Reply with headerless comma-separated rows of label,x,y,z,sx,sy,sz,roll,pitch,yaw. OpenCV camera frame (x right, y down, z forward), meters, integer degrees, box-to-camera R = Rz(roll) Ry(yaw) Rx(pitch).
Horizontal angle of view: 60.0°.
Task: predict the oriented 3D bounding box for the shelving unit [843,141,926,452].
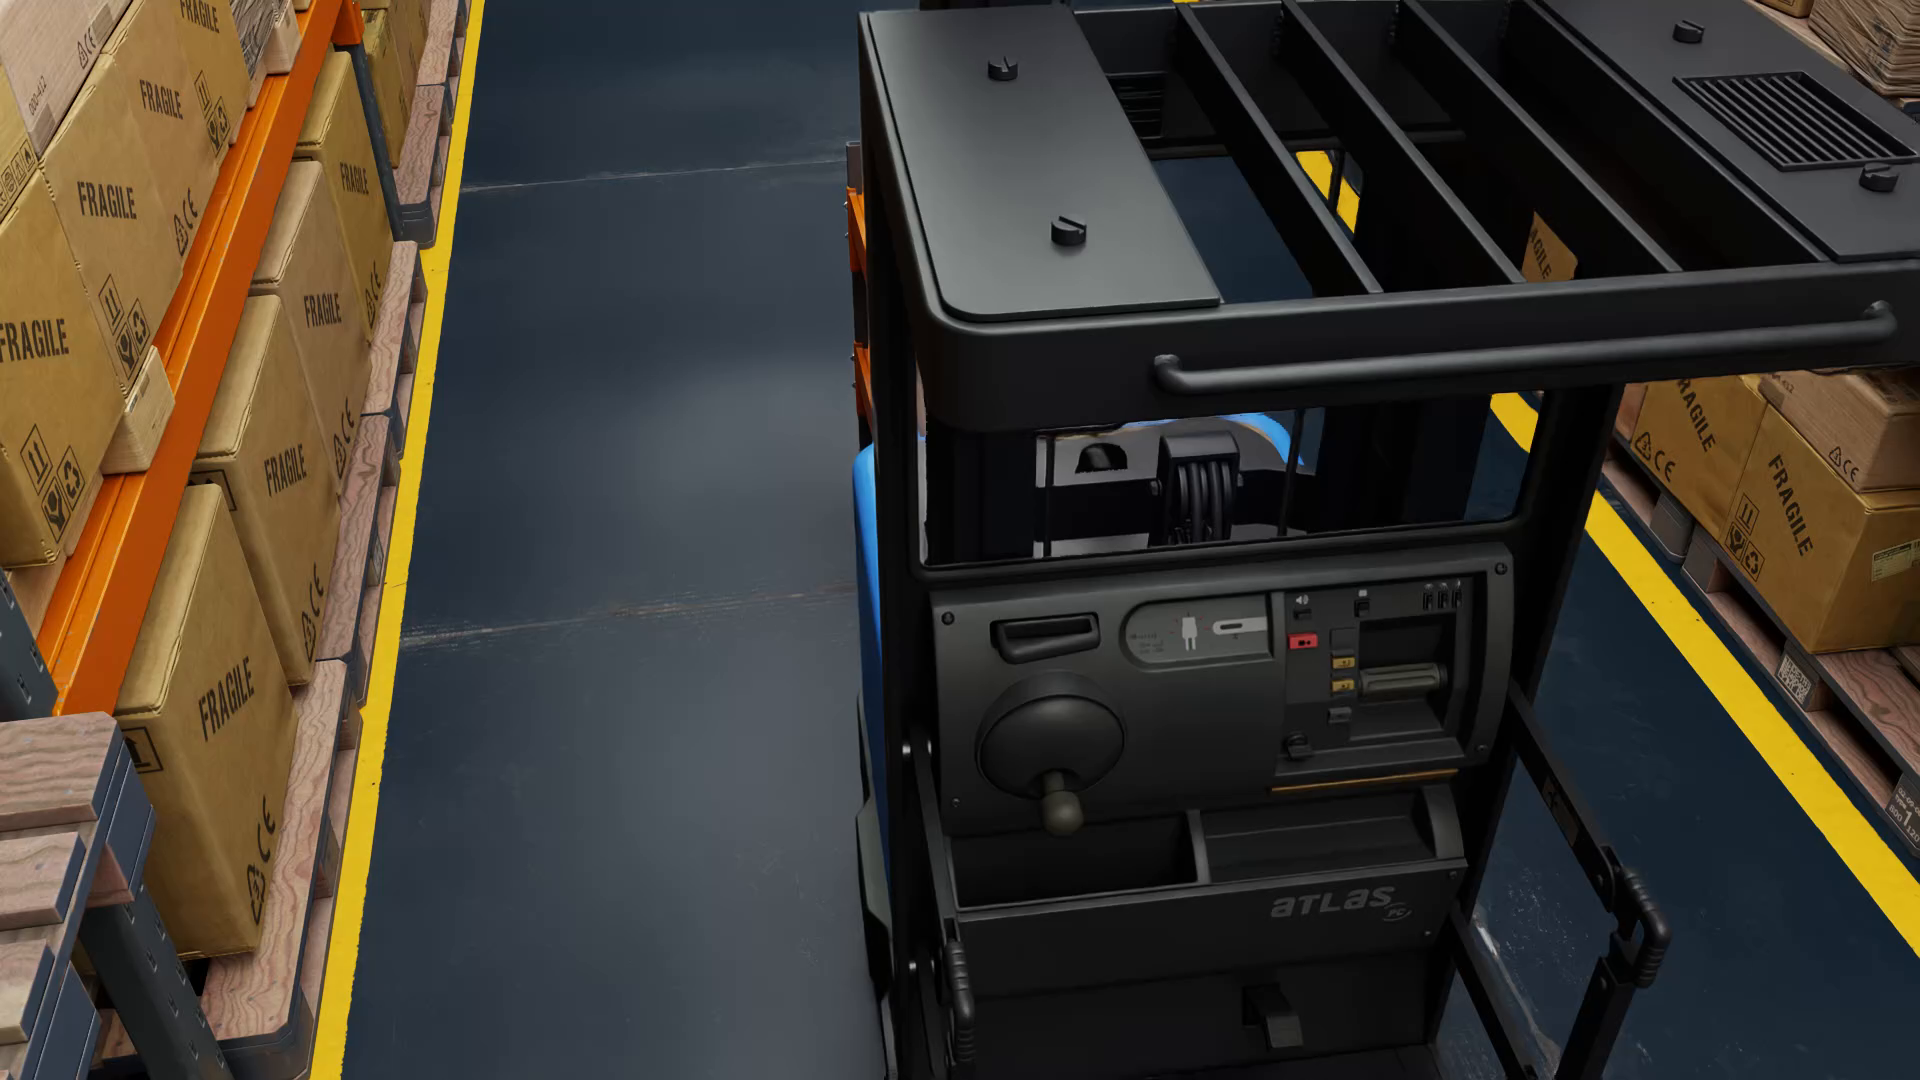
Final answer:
shelving unit,-0.001,-0.448,4.910,0.538,1.125,1.048,-6,38,-8

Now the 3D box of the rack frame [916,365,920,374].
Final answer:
rack frame,0.088,-0.141,4.515,0.500,1.125,0.032,-6,38,-8

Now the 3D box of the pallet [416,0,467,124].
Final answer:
pallet,-2.954,-2.316,8.059,1.003,0.211,1.213,-6,38,-8

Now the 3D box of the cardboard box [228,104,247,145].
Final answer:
cardboard box,-2.163,-1.174,4.505,0.380,0.149,0.250,-7,38,-9

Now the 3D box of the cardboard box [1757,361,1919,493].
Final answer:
cardboard box,2.488,-0.386,4.370,0.500,0.250,0.500,-5,38,-6

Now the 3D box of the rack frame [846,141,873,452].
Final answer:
rack frame,-0.090,-0.755,5.305,0.500,1.125,0.032,-6,38,-8

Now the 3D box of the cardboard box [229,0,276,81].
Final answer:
cardboard box,-2.172,-1.513,4.412,0.500,0.500,0.500,-6,38,-8

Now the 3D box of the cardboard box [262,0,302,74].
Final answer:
cardboard box,-2.169,-1.482,4.901,0.380,0.149,0.250,-6,38,-8

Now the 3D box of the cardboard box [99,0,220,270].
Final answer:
cardboard box,-1.981,-0.898,3.621,0.500,0.500,0.500,-6,38,-8

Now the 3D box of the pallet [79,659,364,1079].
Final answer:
pallet,-2.043,0.822,4.020,1.003,0.211,1.213,-6,38,-8

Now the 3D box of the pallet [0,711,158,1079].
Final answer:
pallet,-1.749,0.700,2.061,1.213,0.211,1.003,-6,38,-8

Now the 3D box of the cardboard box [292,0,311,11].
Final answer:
cardboard box,-2.275,-1.796,5.306,0.380,0.149,0.250,-6,38,-7

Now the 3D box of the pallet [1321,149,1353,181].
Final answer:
pallet,2.077,-2.060,7.730,1.003,0.211,1.213,-6,38,-8

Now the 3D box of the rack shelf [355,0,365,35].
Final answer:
rack shelf,-3.031,-3.135,7.427,1.077,0.370,4.000,-6,38,-8

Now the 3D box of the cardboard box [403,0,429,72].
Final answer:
cardboard box,-2.883,-2.467,7.675,0.700,0.500,0.500,-5,38,-7

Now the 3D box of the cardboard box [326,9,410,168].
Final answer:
cardboard box,-2.710,-1.853,6.885,0.700,0.500,0.500,-6,38,-7

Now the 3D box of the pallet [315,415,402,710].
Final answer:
pallet,-2.253,0.086,4.967,1.003,0.211,1.213,-6,38,-8

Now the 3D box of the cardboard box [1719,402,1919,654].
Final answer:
cardboard box,2.502,-0.057,4.557,0.500,0.500,0.500,-5,38,-6

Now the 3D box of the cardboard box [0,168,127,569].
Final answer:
cardboard box,-1.812,-0.281,2.826,0.500,0.500,0.500,-5,38,-7

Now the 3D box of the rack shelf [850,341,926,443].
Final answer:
rack shelf,-0.001,-0.255,5.060,0.538,0.278,1.000,-6,38,-8

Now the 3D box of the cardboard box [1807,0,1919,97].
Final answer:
cardboard box,2.704,-1.477,4.282,0.700,0.500,0.500,0,38,1

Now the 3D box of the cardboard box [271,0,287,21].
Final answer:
cardboard box,-2.252,-1.817,4.804,0.500,0.500,0.500,-6,38,-8

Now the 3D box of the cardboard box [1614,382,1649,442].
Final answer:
cardboard box,2.314,-0.685,5.366,0.500,0.500,0.500,-8,38,-10

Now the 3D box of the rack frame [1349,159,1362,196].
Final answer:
rack frame,2.196,-2.746,6.340,1.000,3.000,0.127,-6,38,-8

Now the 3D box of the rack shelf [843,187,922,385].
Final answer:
rack shelf,-0.001,-0.679,4.731,0.538,0.278,1.000,-6,38,-8

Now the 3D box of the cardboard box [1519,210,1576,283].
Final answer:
cardboard box,2.226,-0.991,5.759,0.500,0.500,0.500,-6,38,-7

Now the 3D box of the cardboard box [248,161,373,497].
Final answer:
cardboard box,-2.280,-0.613,5.004,0.750,0.750,0.750,-5,38,-7

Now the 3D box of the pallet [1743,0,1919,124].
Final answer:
pallet,2.552,-1.429,4.800,1.003,0.211,1.213,-6,38,-8

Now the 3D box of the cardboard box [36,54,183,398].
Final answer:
cardboard box,-1.895,-0.598,3.235,0.500,0.500,0.500,-5,38,-6

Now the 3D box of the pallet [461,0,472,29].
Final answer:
pallet,-3.164,-3.051,9.006,1.003,0.211,1.213,-6,38,-8

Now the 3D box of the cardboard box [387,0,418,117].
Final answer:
cardboard box,-2.795,-2.156,7.276,0.700,0.500,0.500,-7,38,-8

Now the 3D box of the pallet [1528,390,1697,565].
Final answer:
pallet,2.593,-0.419,5.618,1.003,0.211,1.213,-6,38,-8

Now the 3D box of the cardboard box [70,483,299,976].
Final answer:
cardboard box,-1.979,0.430,3.662,0.750,0.750,0.750,-7,38,-9

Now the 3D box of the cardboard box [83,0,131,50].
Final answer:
cardboard box,-1.991,-1.184,3.378,0.500,0.250,0.500,-6,38,-8

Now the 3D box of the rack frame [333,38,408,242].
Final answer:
rack frame,-2.680,-2.211,5.651,1.000,3.000,0.127,-6,38,-8

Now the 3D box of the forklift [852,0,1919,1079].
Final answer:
forklift,0.453,0.309,2.463,1.130,2.935,3.031,-5,38,-6

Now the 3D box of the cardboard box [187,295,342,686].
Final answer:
cardboard box,-2.126,-0.100,4.344,0.750,0.750,0.750,-6,38,-8

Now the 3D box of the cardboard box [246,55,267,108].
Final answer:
cardboard box,-2.192,-1.327,4.702,0.380,0.149,0.250,-6,38,-8

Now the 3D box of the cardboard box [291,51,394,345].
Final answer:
cardboard box,-2.438,-1.150,5.695,0.750,0.750,0.750,-6,38,-7

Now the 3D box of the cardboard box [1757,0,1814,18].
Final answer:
cardboard box,2.567,-1.891,4.815,0.700,0.500,0.500,-16,41,-19

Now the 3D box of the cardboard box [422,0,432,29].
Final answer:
cardboard box,-2.984,-2.788,8.089,0.700,0.500,0.500,-7,38,-9

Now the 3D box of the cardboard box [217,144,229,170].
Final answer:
cardboard box,-2.127,-1.012,4.297,0.380,0.149,0.250,-5,38,-7

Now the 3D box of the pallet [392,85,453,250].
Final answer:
pallet,-2.736,-1.578,7.109,1.003,0.211,1.213,-6,38,-8

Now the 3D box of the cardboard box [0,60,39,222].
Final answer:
cardboard box,-1.810,-0.576,2.594,0.500,0.250,0.500,-5,38,-7

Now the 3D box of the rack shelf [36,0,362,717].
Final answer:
rack shelf,-2.330,-0.719,4.317,1.077,0.370,4.000,-6,38,-8

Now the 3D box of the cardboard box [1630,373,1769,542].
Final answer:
cardboard box,2.412,-0.369,4.959,0.500,0.500,0.500,-8,38,-10

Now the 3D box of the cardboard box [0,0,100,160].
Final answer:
cardboard box,-1.900,-0.883,2.990,0.500,0.250,0.500,-7,38,-9

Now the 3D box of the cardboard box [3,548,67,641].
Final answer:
cardboard box,-1.809,0.072,2.900,0.380,0.149,0.250,-7,38,-9

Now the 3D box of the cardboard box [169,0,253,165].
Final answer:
cardboard box,-2.080,-1.212,4.025,0.500,0.500,0.500,-5,38,-7

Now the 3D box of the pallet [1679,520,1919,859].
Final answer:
pallet,2.804,0.316,4.671,1.003,0.211,1.213,-6,38,-8

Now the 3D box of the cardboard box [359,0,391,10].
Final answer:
cardboard box,-2.591,-2.335,6.977,0.380,0.149,0.250,-5,38,-6

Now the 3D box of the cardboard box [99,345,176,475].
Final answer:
cardboard box,-1.807,-0.250,3.316,0.380,0.149,0.250,-5,38,-7

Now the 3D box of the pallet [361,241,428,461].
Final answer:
pallet,-2.471,-0.652,5.917,1.003,0.211,1.213,-6,38,-8

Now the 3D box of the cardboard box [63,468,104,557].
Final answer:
cardboard box,-1.844,-0.081,3.098,0.380,0.149,0.250,-6,38,-7
